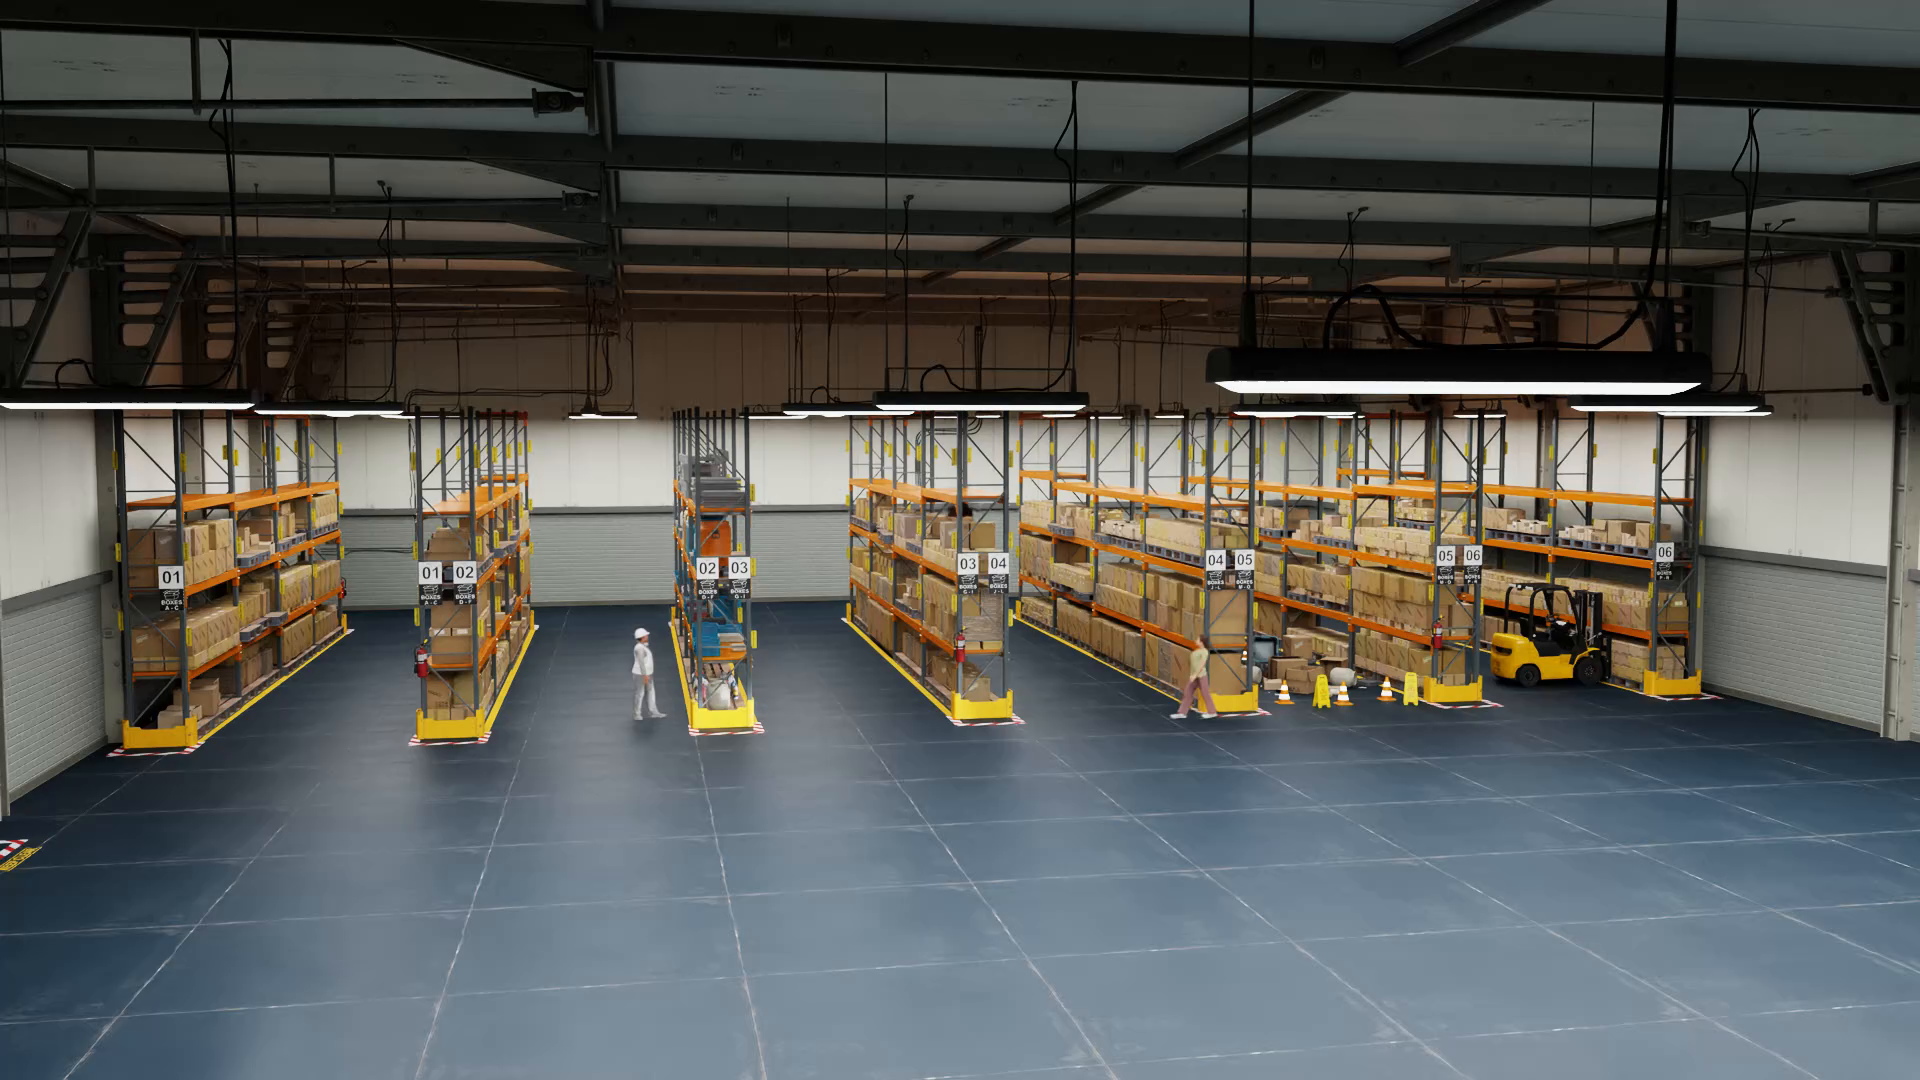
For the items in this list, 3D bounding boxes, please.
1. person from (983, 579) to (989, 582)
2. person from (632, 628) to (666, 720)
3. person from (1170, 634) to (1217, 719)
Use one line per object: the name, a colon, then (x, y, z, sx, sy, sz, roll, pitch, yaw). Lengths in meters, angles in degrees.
person: (0.726, 1.444, 49.153, 0.480, 1.553, 0.637, 1, 4, 14)
person: (-6.017, 2.573, 31.956, 0.577, 1.766, 0.577, 1, 4, 12)
person: (4.513, 2.623, 31.881, 0.905, 1.618, 0.493, -2, 4, -22)
